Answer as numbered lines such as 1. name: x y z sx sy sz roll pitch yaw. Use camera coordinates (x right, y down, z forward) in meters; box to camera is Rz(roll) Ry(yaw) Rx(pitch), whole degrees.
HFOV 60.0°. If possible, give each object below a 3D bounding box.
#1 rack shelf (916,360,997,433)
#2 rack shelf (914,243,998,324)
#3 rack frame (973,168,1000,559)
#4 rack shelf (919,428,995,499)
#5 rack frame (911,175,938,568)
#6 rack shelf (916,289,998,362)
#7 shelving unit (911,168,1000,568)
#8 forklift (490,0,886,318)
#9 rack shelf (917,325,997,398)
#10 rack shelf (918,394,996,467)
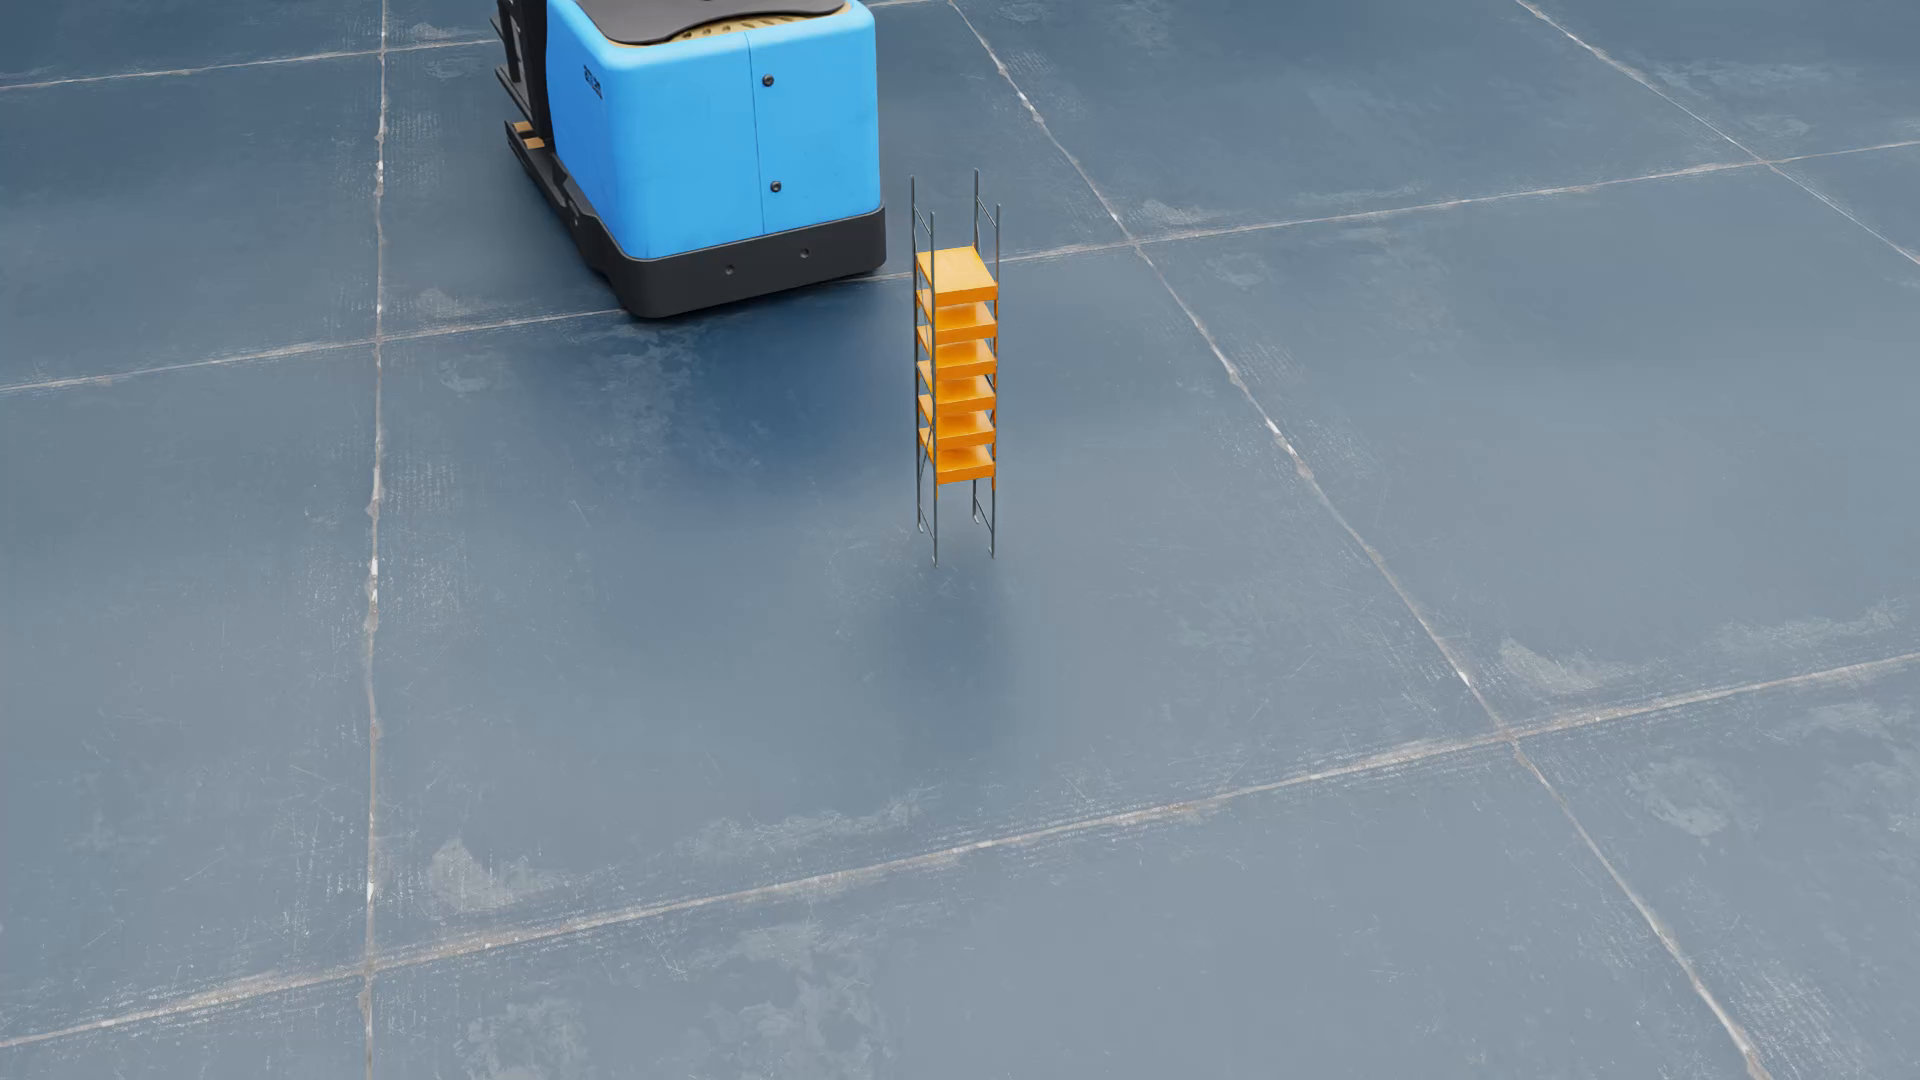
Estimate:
1. rack shelf: -0.014 -0.439 4.909 0.180 0.103 0.258 -9 38 -12
2. rack shelf: -0.014 -0.725 4.691 0.180 0.103 0.258 -9 38 -12
3. rack frame: 0.074 -0.489 4.901 0.006 1.200 0.240 -9 38 -12
4. rack shelf: -0.014 -0.248 5.055 0.180 0.103 0.258 -9 38 -12
5. rack frame: -0.102 -0.460 4.864 0.006 1.200 0.240 -9 38 -12
6. rack shelf: -0.014 -0.630 4.764 0.180 0.103 0.258 -9 38 -12
7. shelving unit: -0.014 -0.474 4.882 0.189 1.200 0.258 -9 38 -12
8. forklift: -1.387 -2.880 6.603 1.130 2.935 3.031 -16 40 -20
9. rack shelf: -0.014 -0.534 4.837 0.180 0.103 0.258 -9 38 -12
10. rack shelf: -0.014 -0.344 4.982 0.180 0.103 0.258 -9 38 -12
